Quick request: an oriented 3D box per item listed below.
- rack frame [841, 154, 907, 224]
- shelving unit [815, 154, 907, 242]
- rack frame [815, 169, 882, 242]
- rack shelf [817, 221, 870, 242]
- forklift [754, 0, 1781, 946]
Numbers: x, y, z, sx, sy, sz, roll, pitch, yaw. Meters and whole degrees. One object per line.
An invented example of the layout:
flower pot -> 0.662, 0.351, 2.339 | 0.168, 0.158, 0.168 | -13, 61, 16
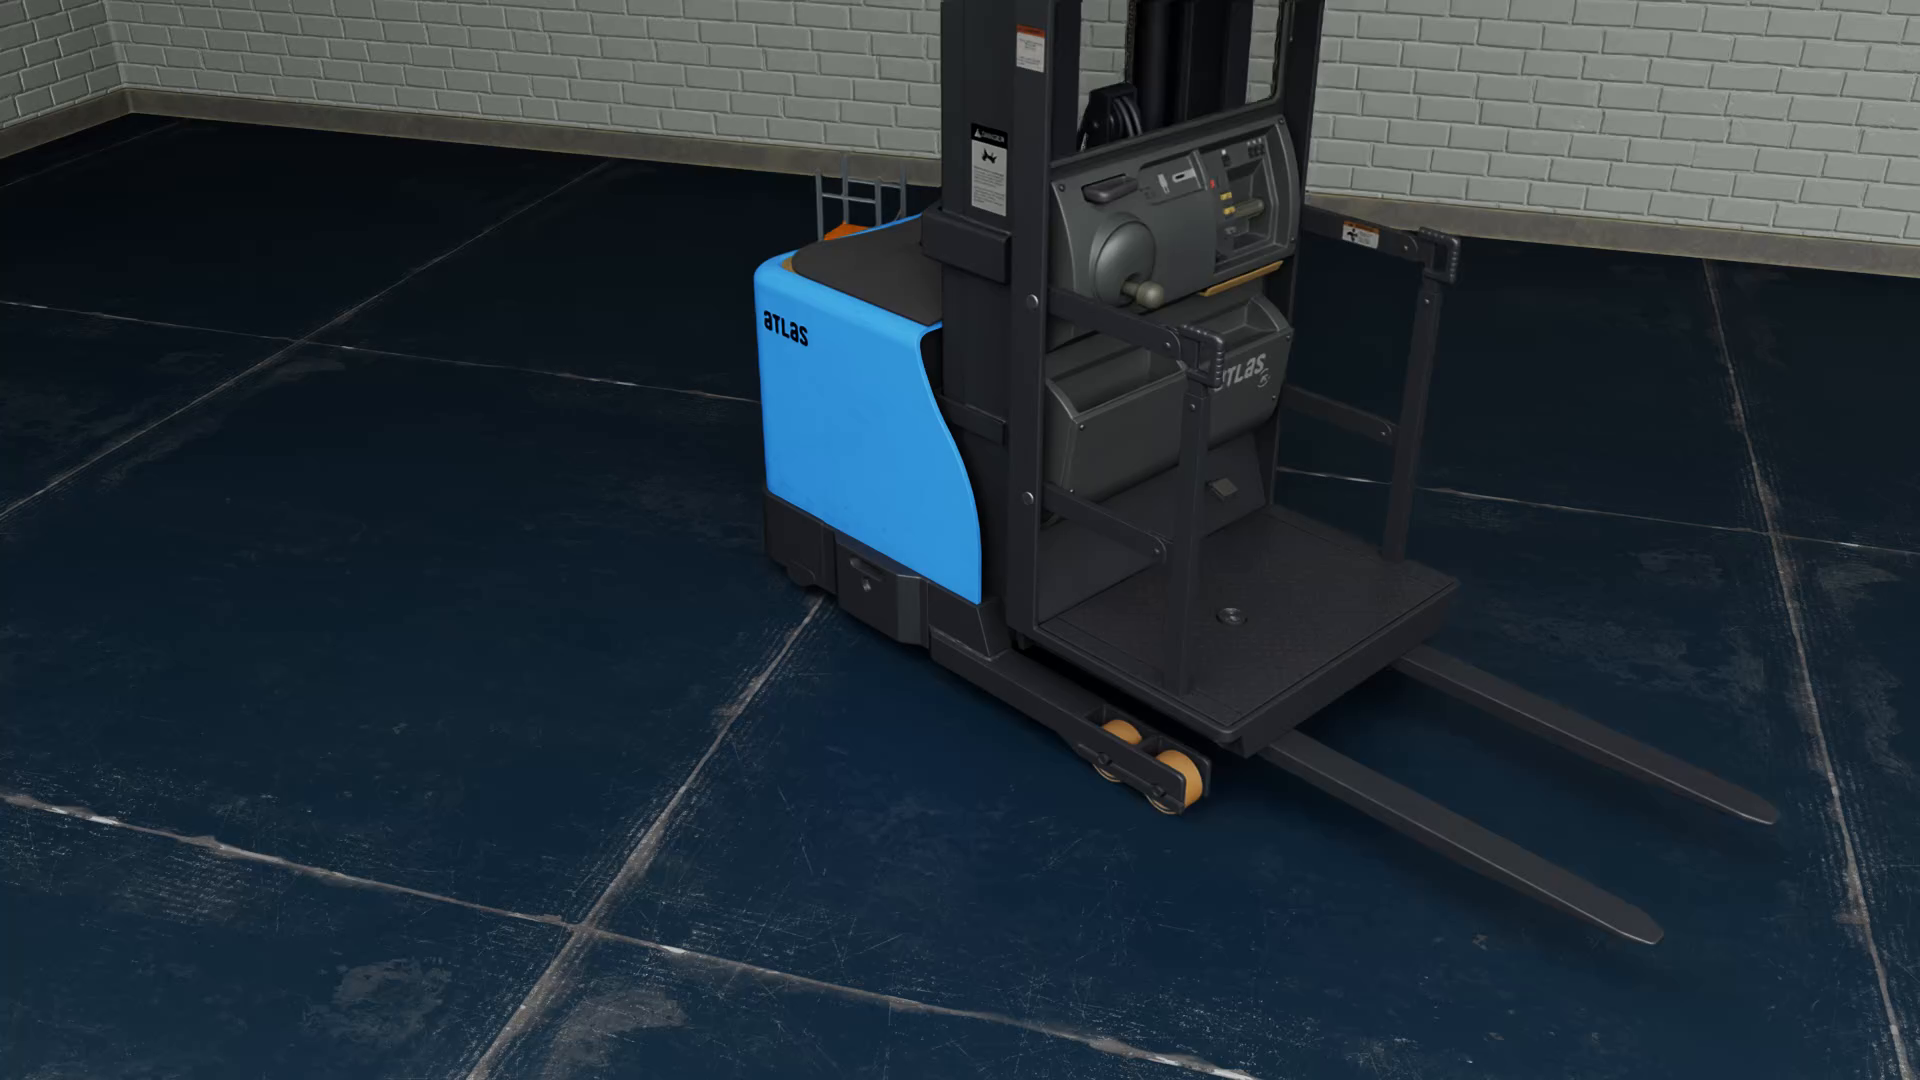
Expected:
rack frame -> -0.291, -0.757, 5.876 | 0.240, 1.200, 0.006 | 12, 31, 21
shelving unit -> -0.329, -0.716, 5.803 | 0.258, 1.200, 0.189 | 12, 31, 21
rack frame -> -0.367, -0.675, 5.730 | 0.240, 1.200, 0.006 | 12, 31, 21
rack shelf -> -0.329, -0.992, 5.649 | 0.258, 0.103, 0.180 | 12, 31, 21
forklift -> 0.732, -0.834, 4.234 | 1.130, 2.935, 3.031 | -25, 38, -37
